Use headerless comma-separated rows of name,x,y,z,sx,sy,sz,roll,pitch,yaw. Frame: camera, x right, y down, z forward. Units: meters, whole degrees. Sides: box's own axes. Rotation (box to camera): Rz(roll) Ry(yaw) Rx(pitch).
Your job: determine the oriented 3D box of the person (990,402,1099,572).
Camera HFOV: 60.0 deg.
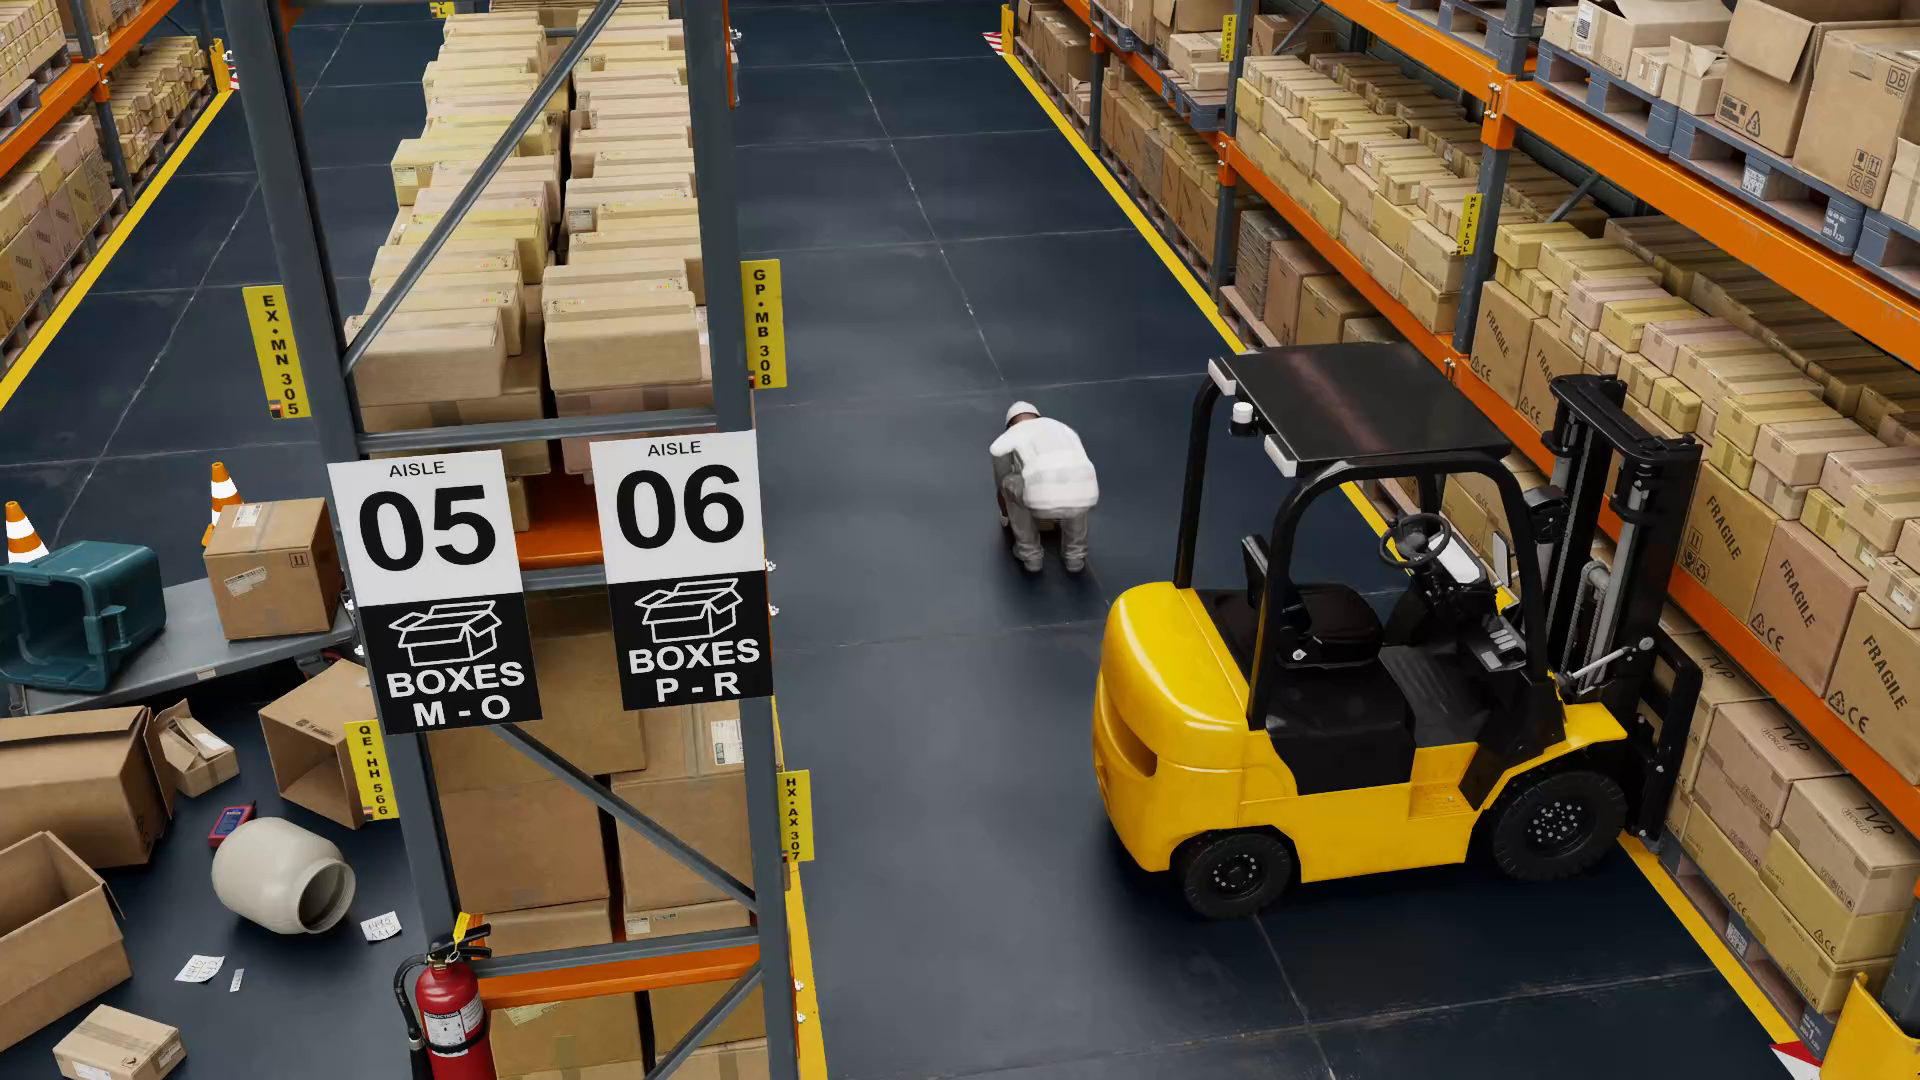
person,0.464,-0.279,9.603,0.553,0.807,0.981,-6,31,-10
